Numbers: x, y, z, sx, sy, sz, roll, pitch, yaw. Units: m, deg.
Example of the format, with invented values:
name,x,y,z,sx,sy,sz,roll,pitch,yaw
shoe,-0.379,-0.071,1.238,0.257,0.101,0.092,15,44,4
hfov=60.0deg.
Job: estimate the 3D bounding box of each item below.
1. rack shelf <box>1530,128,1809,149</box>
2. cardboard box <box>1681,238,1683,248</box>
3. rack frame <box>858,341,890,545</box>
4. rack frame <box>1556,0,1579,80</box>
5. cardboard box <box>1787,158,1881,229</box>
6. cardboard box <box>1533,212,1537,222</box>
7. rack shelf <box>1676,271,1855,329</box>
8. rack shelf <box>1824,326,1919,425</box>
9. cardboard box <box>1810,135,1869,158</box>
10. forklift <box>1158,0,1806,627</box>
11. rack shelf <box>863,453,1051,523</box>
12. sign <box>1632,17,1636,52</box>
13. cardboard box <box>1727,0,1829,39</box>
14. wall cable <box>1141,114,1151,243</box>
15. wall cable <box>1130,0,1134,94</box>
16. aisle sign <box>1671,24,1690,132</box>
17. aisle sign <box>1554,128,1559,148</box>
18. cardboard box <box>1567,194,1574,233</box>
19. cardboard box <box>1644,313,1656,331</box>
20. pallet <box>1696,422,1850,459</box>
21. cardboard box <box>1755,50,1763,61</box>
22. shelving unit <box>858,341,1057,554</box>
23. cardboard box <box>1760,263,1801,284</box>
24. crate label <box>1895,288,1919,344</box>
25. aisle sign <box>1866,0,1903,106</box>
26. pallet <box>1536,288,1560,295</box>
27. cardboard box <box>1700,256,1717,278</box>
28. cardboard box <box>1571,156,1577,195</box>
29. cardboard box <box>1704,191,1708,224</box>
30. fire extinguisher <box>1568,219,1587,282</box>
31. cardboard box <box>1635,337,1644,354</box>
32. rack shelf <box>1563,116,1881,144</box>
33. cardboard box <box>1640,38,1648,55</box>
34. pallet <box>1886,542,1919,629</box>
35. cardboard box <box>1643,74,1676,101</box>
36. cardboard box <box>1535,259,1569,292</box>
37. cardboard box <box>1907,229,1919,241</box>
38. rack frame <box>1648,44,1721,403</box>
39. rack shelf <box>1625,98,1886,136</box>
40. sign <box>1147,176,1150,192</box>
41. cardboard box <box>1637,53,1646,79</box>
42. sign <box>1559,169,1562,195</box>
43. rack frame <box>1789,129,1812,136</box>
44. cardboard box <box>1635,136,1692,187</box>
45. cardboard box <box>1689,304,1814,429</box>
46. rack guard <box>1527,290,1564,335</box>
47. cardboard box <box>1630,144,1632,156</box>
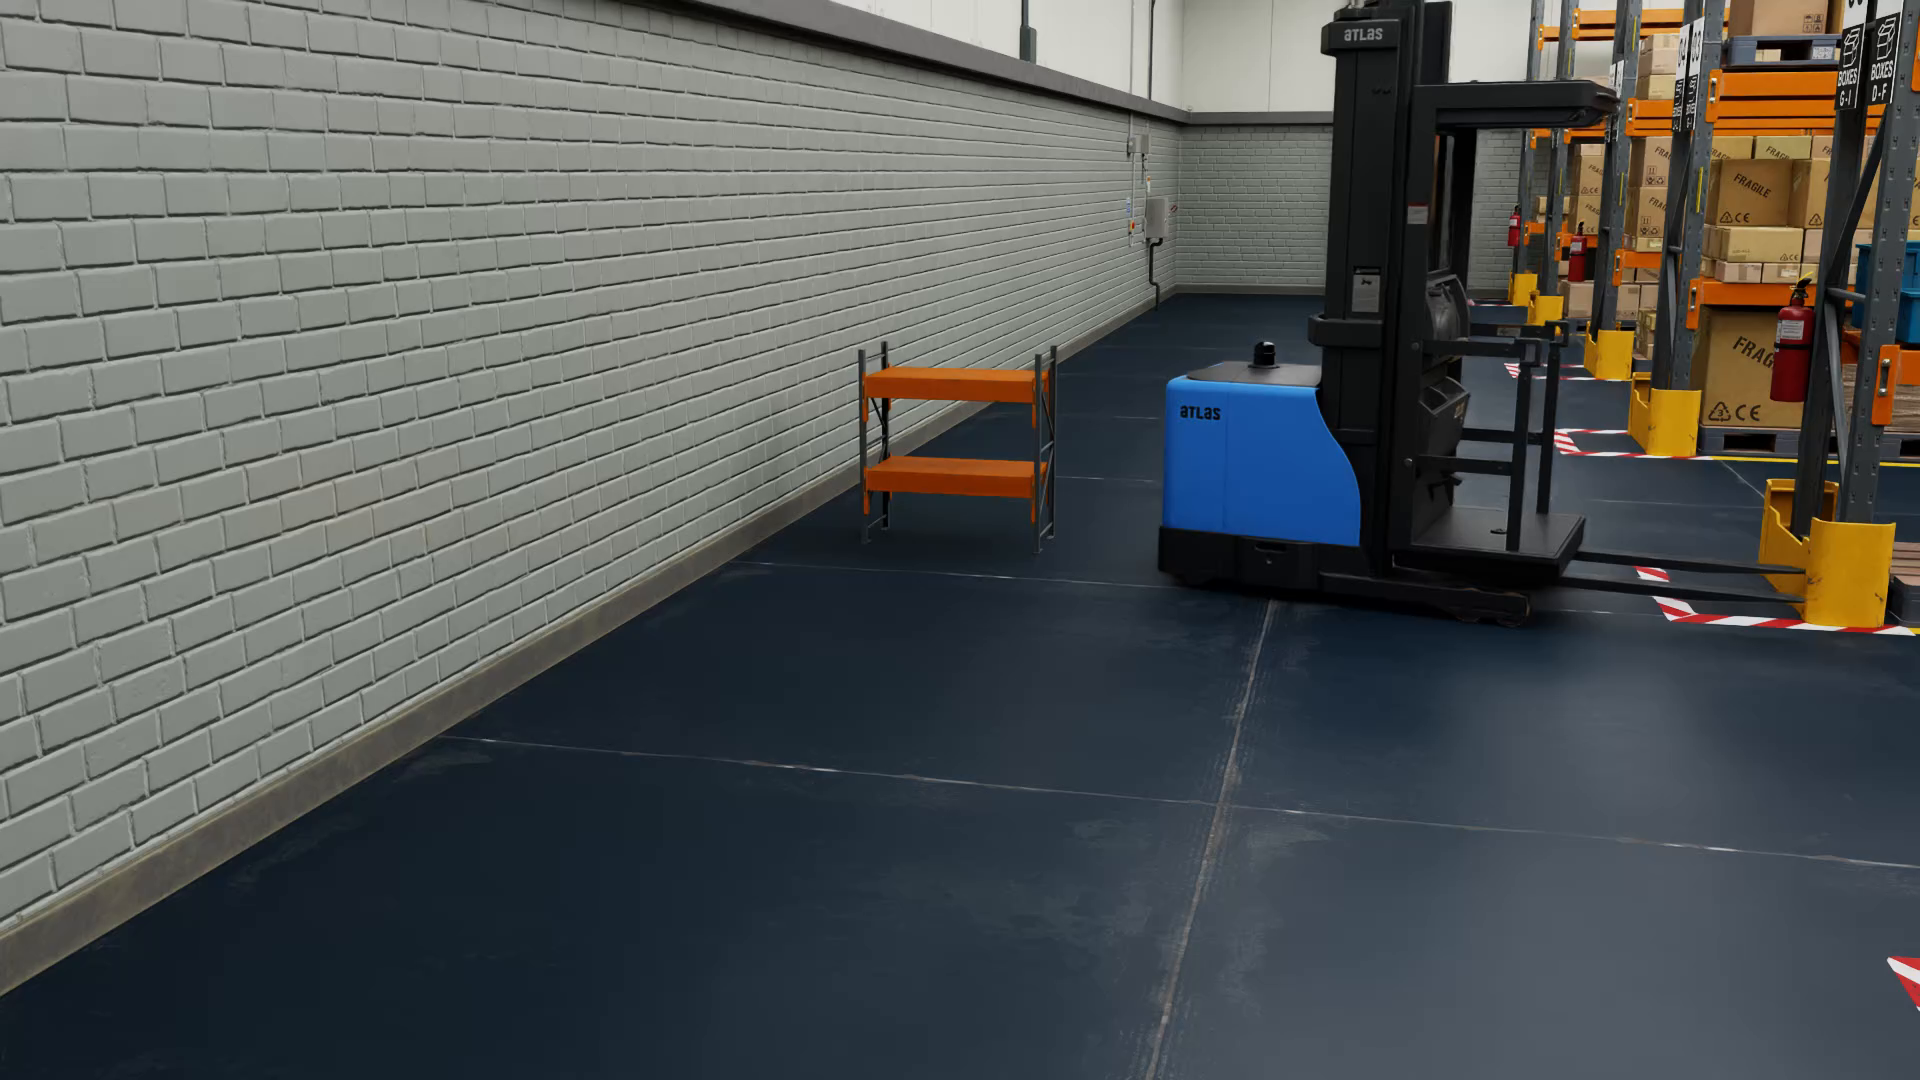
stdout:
name,x,y,z,sx,sy,sz,roll,pitch,yaw
rack shelf,11.053,-6.355,26.186,4.000,0.370,1.077,3,13,14
cardboard box,7.331,-3.042,17.101,0.250,0.149,0.380,4,13,16
rack frame,-0.500,-0.576,9.732,0.032,1.125,0.500,3,13,14
rack frame,7.925,-7.230,21.546,0.127,3.000,1.000,3,13,14
cardboard box,6.438,-2.548,12.220,0.500,0.500,0.500,3,13,12
cardboard box,9.497,-5.262,27.105,0.250,0.149,0.380,3,13,13
rack shelf,7.493,-1.762,12.413,4.000,0.370,1.077,3,13,14
rack shelf,6.306,-0.721,7.718,4.000,0.370,1.077,3,13,14
cardboard box,8.697,-3.776,16.602,0.500,0.500,0.500,3,13,12
forklift,2.589,-1.149,8.147,3.031,2.935,1.130,6,14,26
rack shelf,-0.007,-0.311,9.666,1.000,0.278,0.538,3,13,14
sign,6.708,-5.032,16.546,0.005,0.325,0.100,3,13,14
cardboard box,6.069,-3.969,12.340,0.500,0.500,0.700,2,13,10
wall cable,2.774,-5.384,24.729,0.122,1.984,0.588,3,13,14
wall cable,2.335,-7.466,22.609,0.029,3.000,0.463,3,13,14
aisle sign,5.553,-3.553,12.822,0.004,0.787,0.394,3,13,14
aisle sign,7.786,-5.513,21.656,0.004,0.787,0.394,3,13,14
cardboard box,8.457,-4.381,22.323,0.500,0.500,0.500,3,13,14
cardboard box,7.265,-2.260,17.235,0.250,0.149,0.380,2,13,11
pallet,6.346,-0.831,12.992,1.213,0.211,1.003,3,13,14
cardboard box,7.709,-4.786,16.647,0.500,0.250,0.500,3,13,13
shelving unit,-0.007,-0.550,9.613,1.048,1.125,0.538,3,13,14
cardboard box,6.066,-1.994,12.375,0.250,0.149,0.380,3,13,13
crate label,4.525,-1.041,7.750,0.303,0.233,0.416,3,13,14
aisle sign,4.223,-2.386,7.562,0.004,0.787,0.394,3,13,14
pallet,9.959,-3.939,27.000,1.213,0.211,1.003,3,13,14
cardboard box,5.976,-2.145,13.059,0.250,0.149,0.380,3,13,15
cardboard box,8.451,-4.863,22.189,0.500,0.500,0.500,4,13,15
cardboard box,7.733,-3.345,16.969,0.500,0.500,0.500,3,13,14
fire extinguisher,6.704,-3.145,18.025,0.183,0.674,0.296,3,13,14
cardboard box,7.399,-2.085,17.818,0.250,0.149,0.380,3,13,14
rack shelf,9.867,-5.311,21.481,4.000,0.370,1.077,3,13,14
cardboard box,7.231,-5.130,17.275,0.250,0.149,0.380,3,13,13
pallet,5.156,0.236,8.181,1.213,0.211,1.003,3,13,14
cardboard box,7.212,-4.569,16.824,0.500,0.250,0.500,4,13,16
cardboard box,9.682,-4.280,26.893,0.637,0.503,0.797,3,13,11
cardboard box,6.946,-2.155,12.182,0.500,0.250,0.500,3,13,12
rack frame,5.551,-2.217,12.803,0.127,3.000,1.000,3,13,14
rack shelf,8.779,-4.265,16.765,4.000,0.370,1.077,3,13,14
sign,2.876,-5.425,25.356,0.001,0.242,0.339,3,13,14
cardboard box,7.346,-4.920,17.251,0.500,0.250,0.500,3,13,12
sign,7.787,-4.646,21.569,0.005,0.325,0.100,3,13,14
rack frame,12.995,-5.138,25.966,0.127,3.000,1.000,3,13,14
cardboard box,7.210,-3.858,16.972,0.500,0.500,0.500,3,13,13
cardboard box,6.192,-1.369,12.913,0.875,0.875,0.875,3,13,14
rack guard,7.902,-3.082,22.472,0.348,0.500,1.175,3,13,14
cardboard box,8.700,-5.042,21.497,0.250,0.149,0.380,3,13,15
